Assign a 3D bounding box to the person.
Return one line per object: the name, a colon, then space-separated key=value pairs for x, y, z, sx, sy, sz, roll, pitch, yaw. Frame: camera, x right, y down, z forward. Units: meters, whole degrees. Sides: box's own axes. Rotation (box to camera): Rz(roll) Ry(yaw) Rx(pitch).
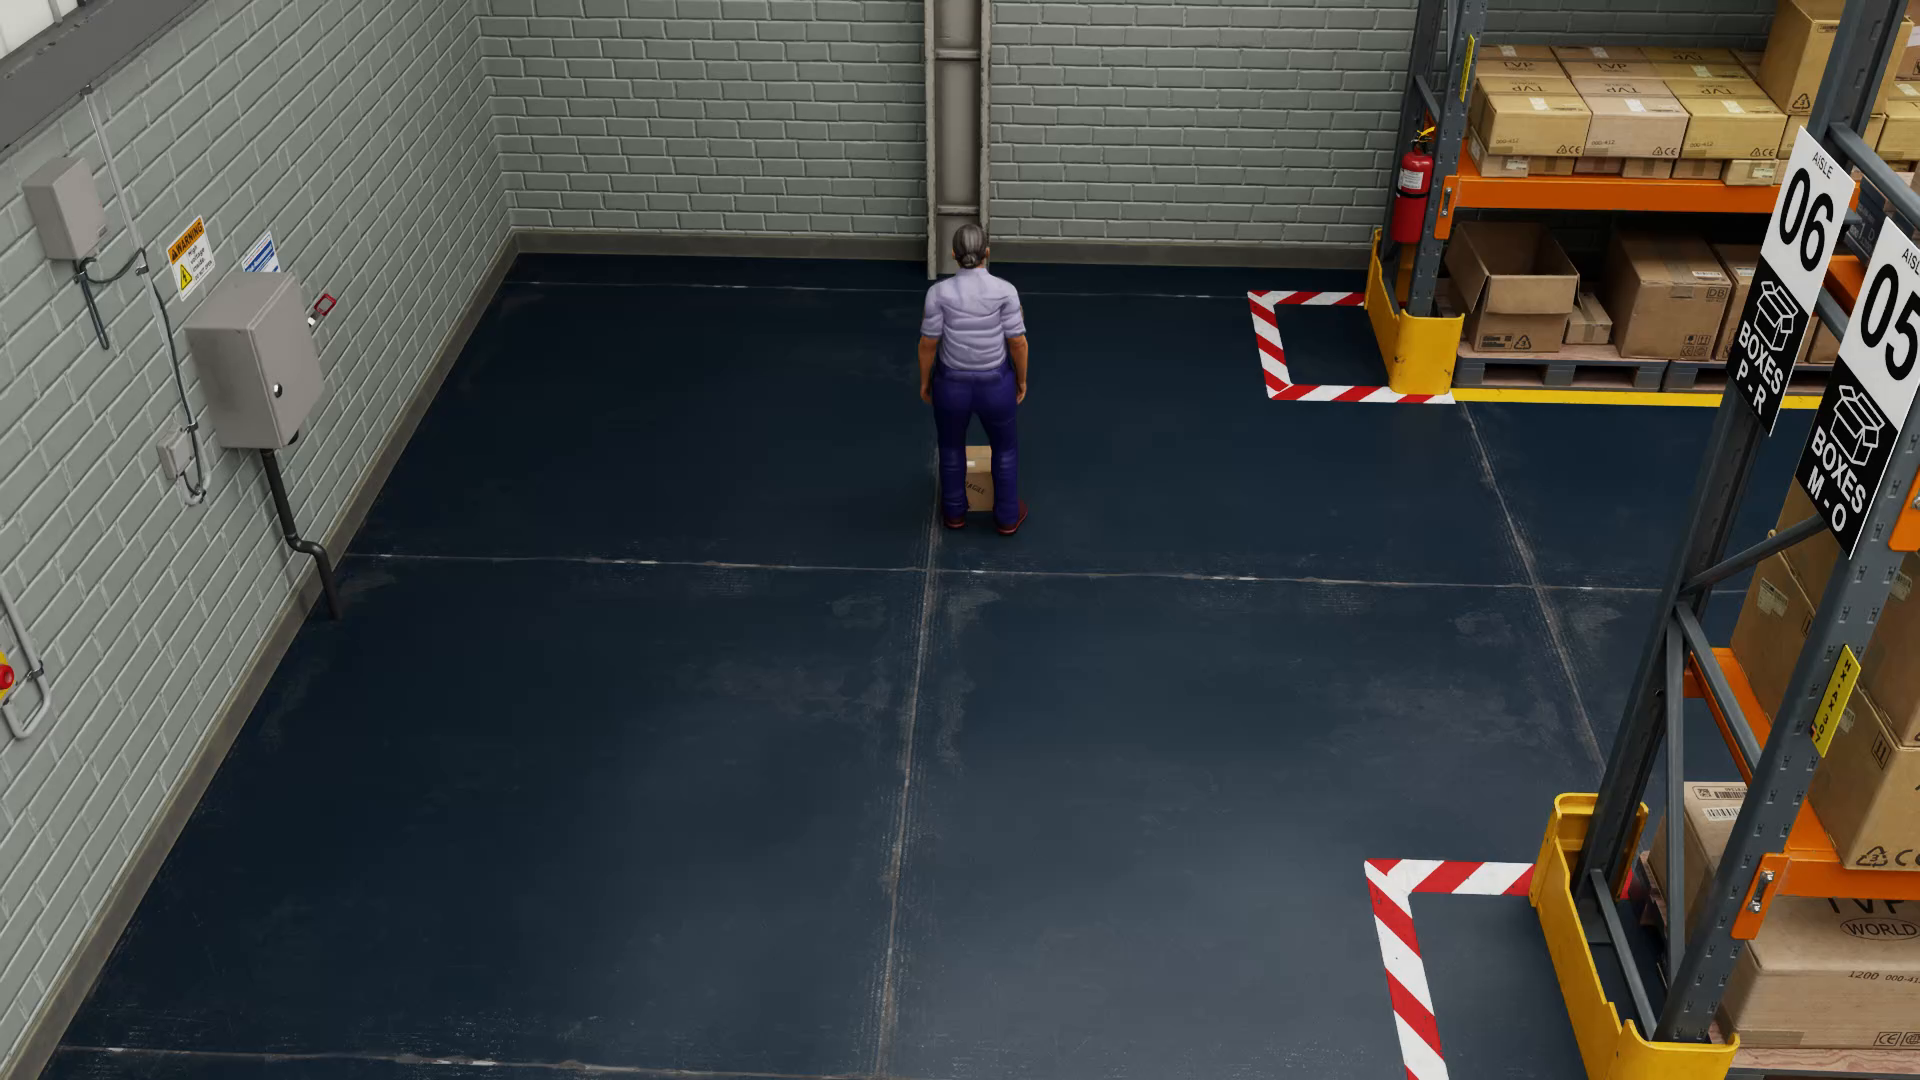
person: x=0.076 y=-0.768 z=8.181 sx=0.554 sy=1.652 sz=0.416 roll=0 pitch=36 yaw=1
